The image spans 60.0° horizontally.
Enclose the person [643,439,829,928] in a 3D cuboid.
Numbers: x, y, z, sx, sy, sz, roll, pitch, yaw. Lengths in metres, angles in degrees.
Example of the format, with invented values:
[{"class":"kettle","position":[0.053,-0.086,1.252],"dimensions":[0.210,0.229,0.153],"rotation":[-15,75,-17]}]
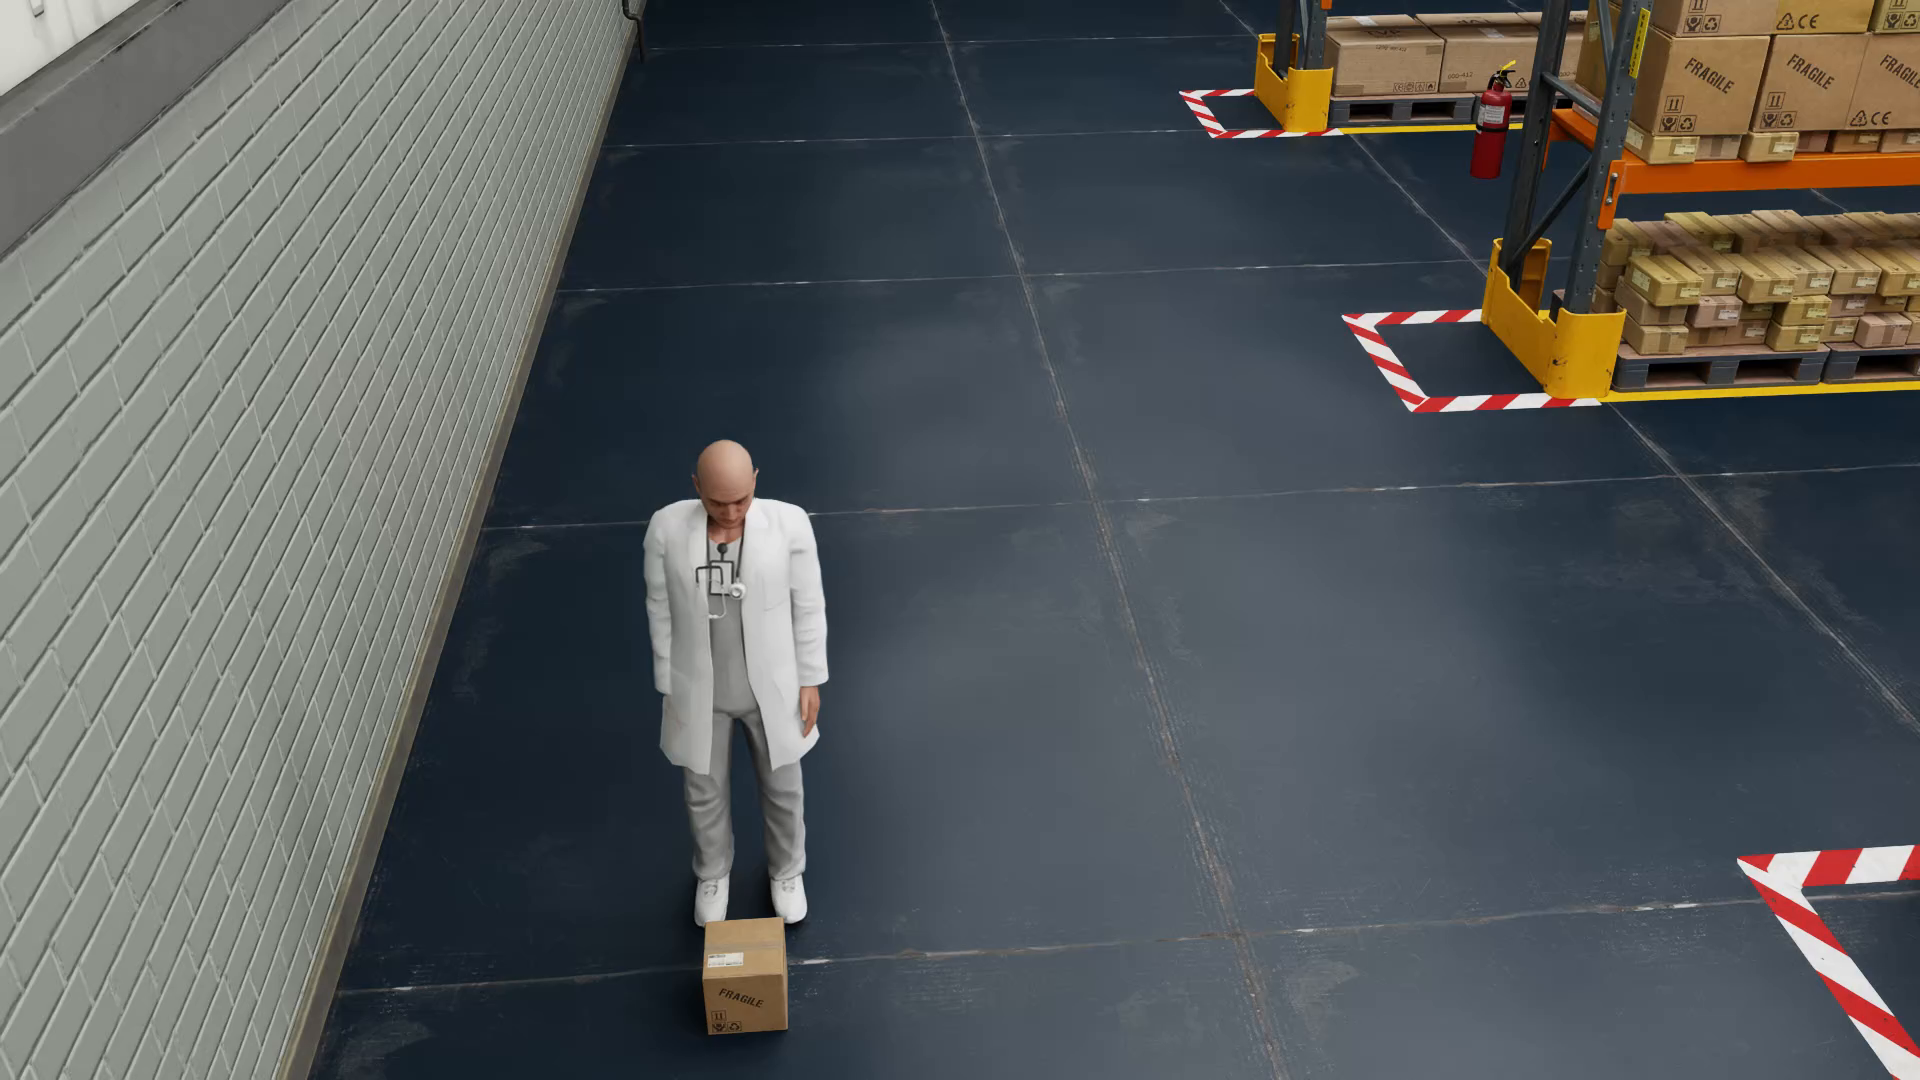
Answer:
[{"class":"person","position":[-0.702,0.478,5.356],"dimensions":[0.564,1.770,0.377],"rotation":[-2,31,-4]}]
